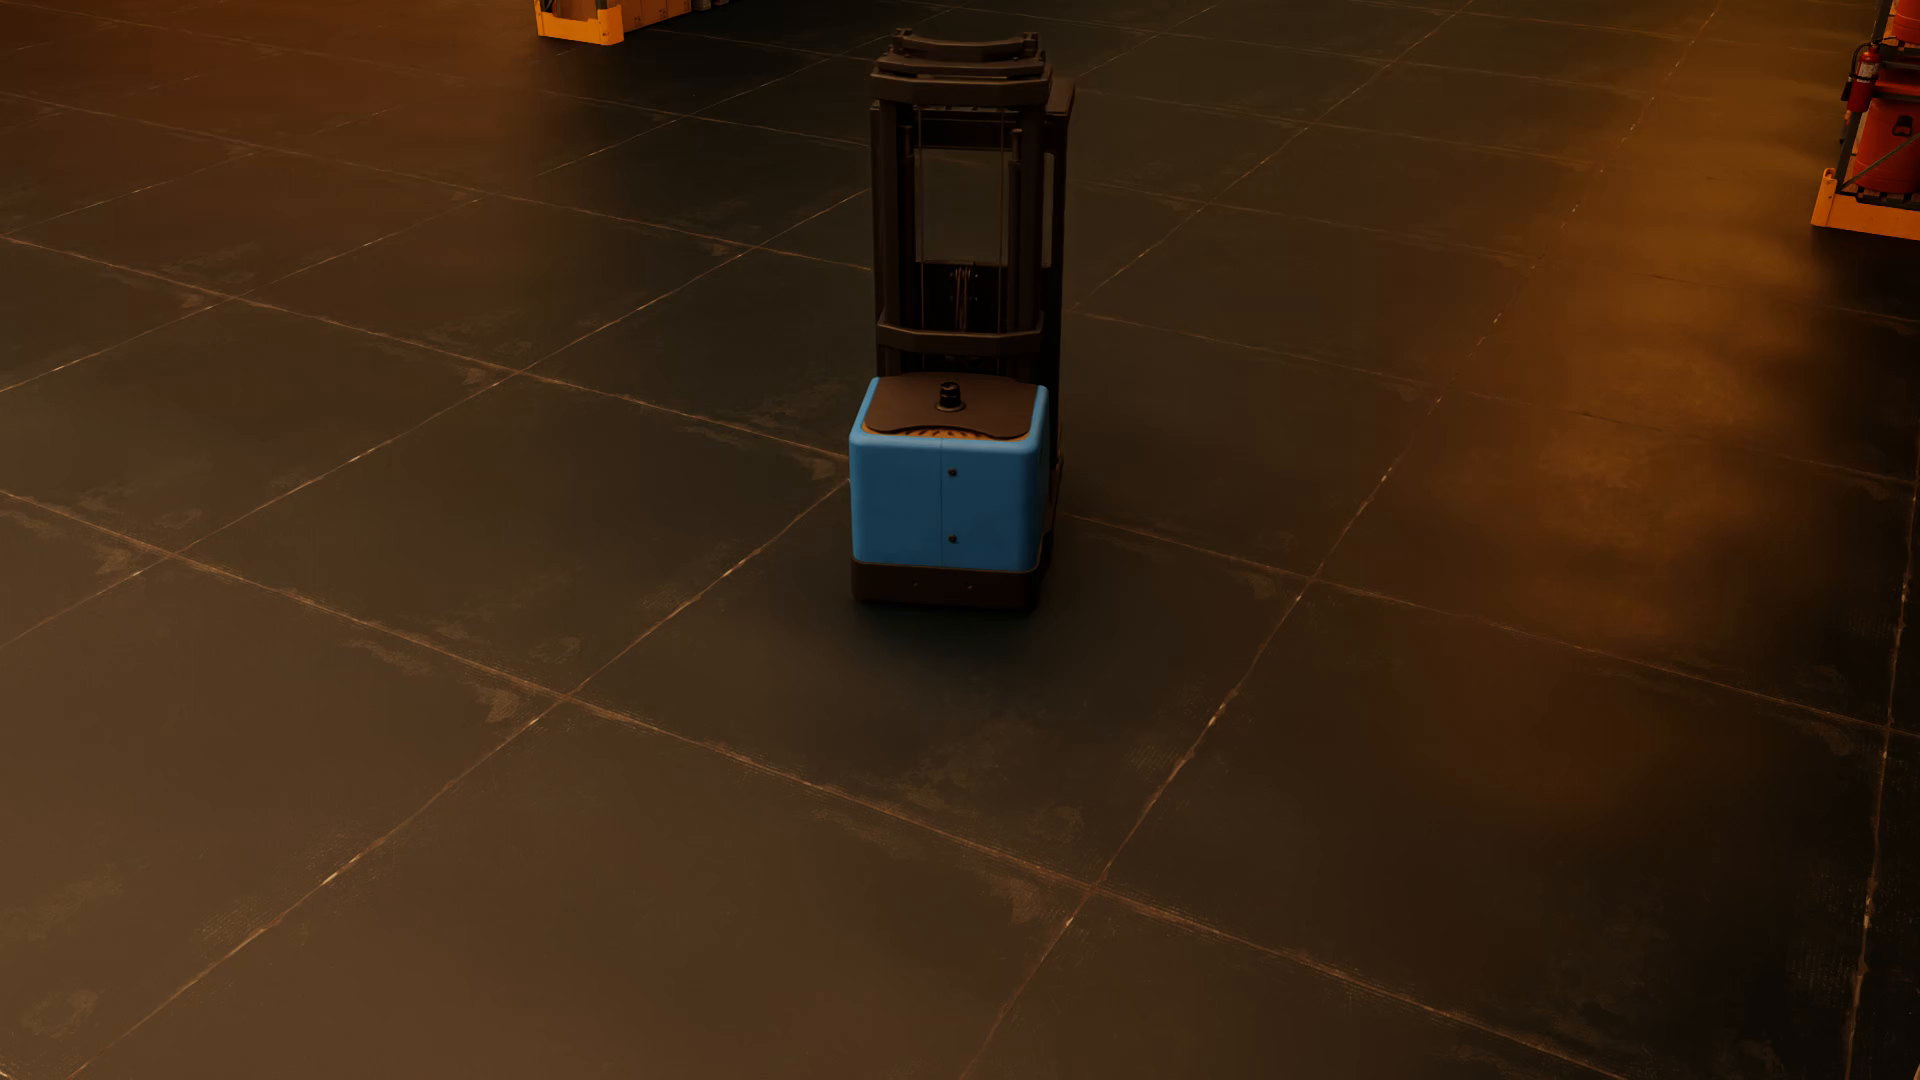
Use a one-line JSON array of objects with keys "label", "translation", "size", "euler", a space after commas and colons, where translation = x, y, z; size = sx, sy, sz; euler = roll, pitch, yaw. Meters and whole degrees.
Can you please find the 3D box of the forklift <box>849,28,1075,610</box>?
[{"label": "forklift", "translation": [0.078, -1.596, 9.837], "size": [1.130, 2.935, 3.031], "euler": [3, 30, 6]}]
